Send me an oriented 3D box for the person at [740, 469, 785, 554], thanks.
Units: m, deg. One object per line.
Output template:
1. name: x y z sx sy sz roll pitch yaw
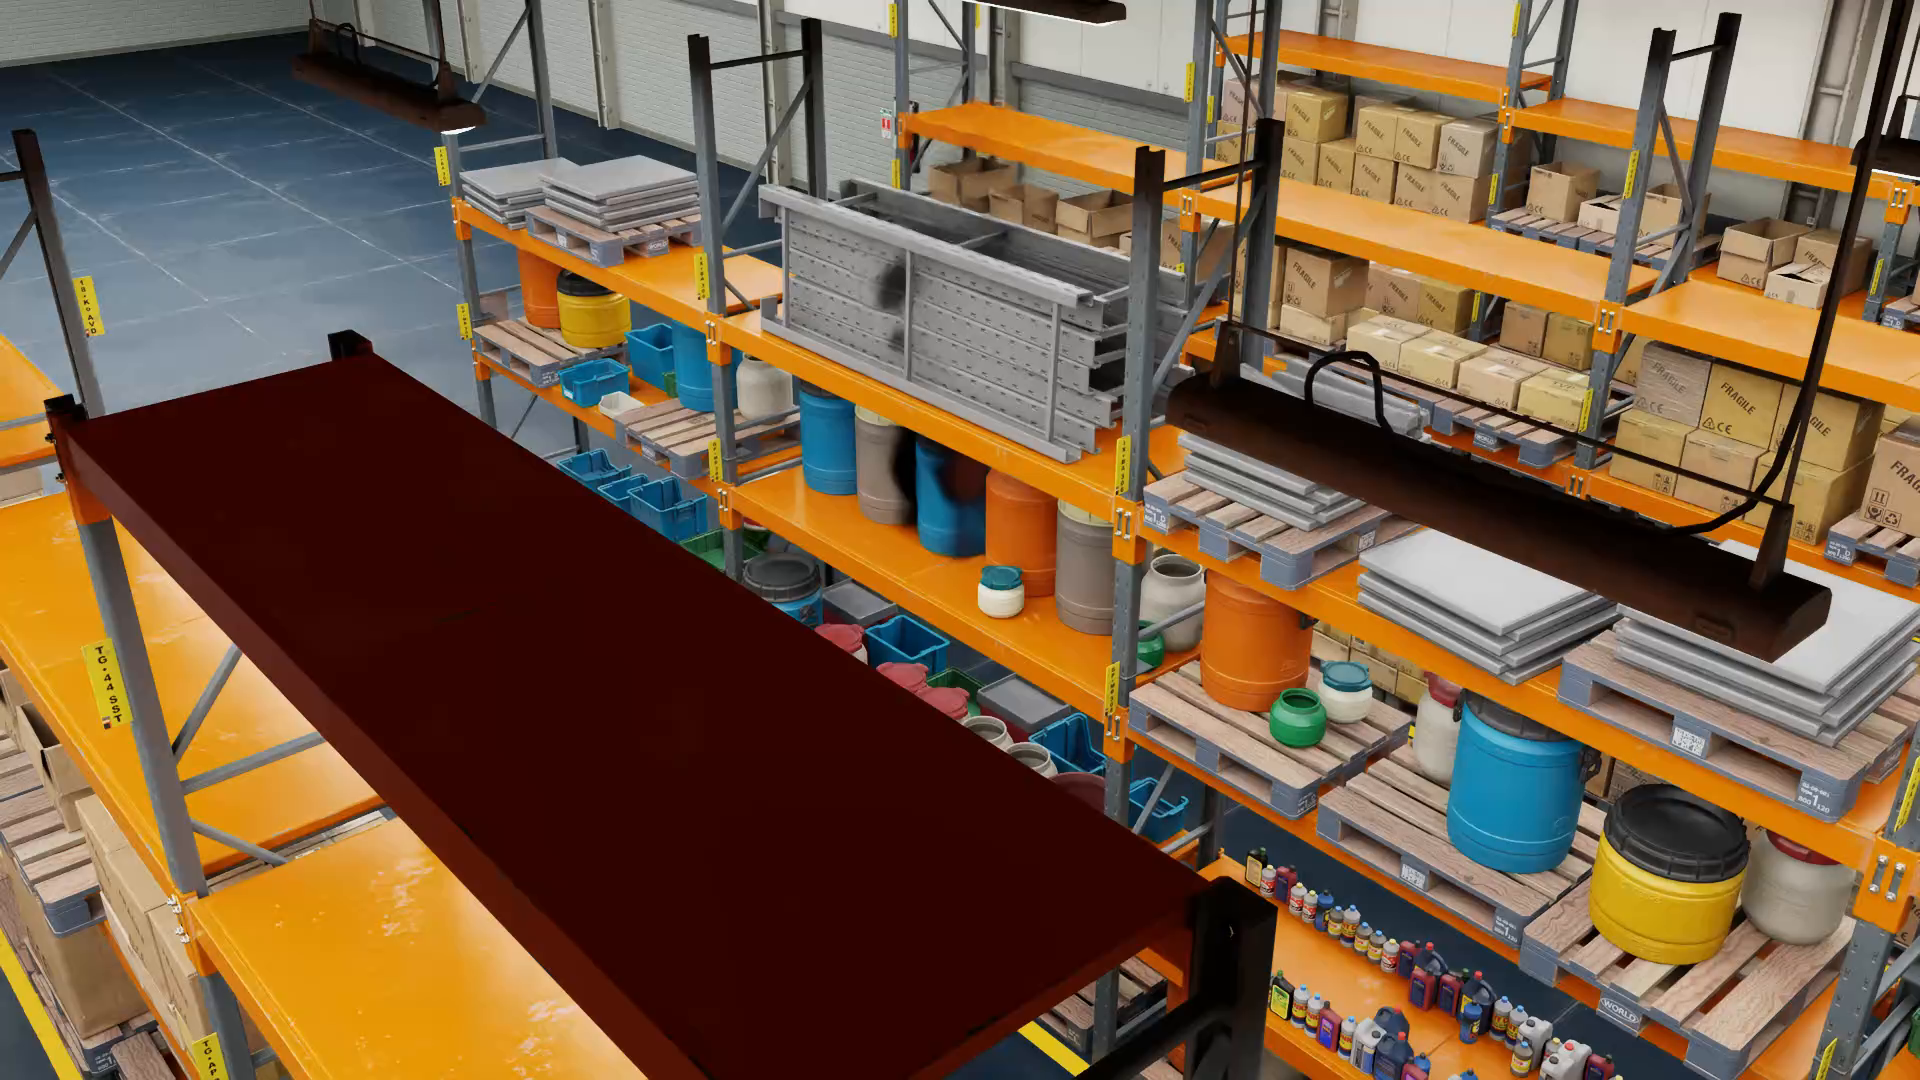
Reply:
1. person: -1.893 -0.164 15.994 0.605 1.743 0.657 17 32 30
